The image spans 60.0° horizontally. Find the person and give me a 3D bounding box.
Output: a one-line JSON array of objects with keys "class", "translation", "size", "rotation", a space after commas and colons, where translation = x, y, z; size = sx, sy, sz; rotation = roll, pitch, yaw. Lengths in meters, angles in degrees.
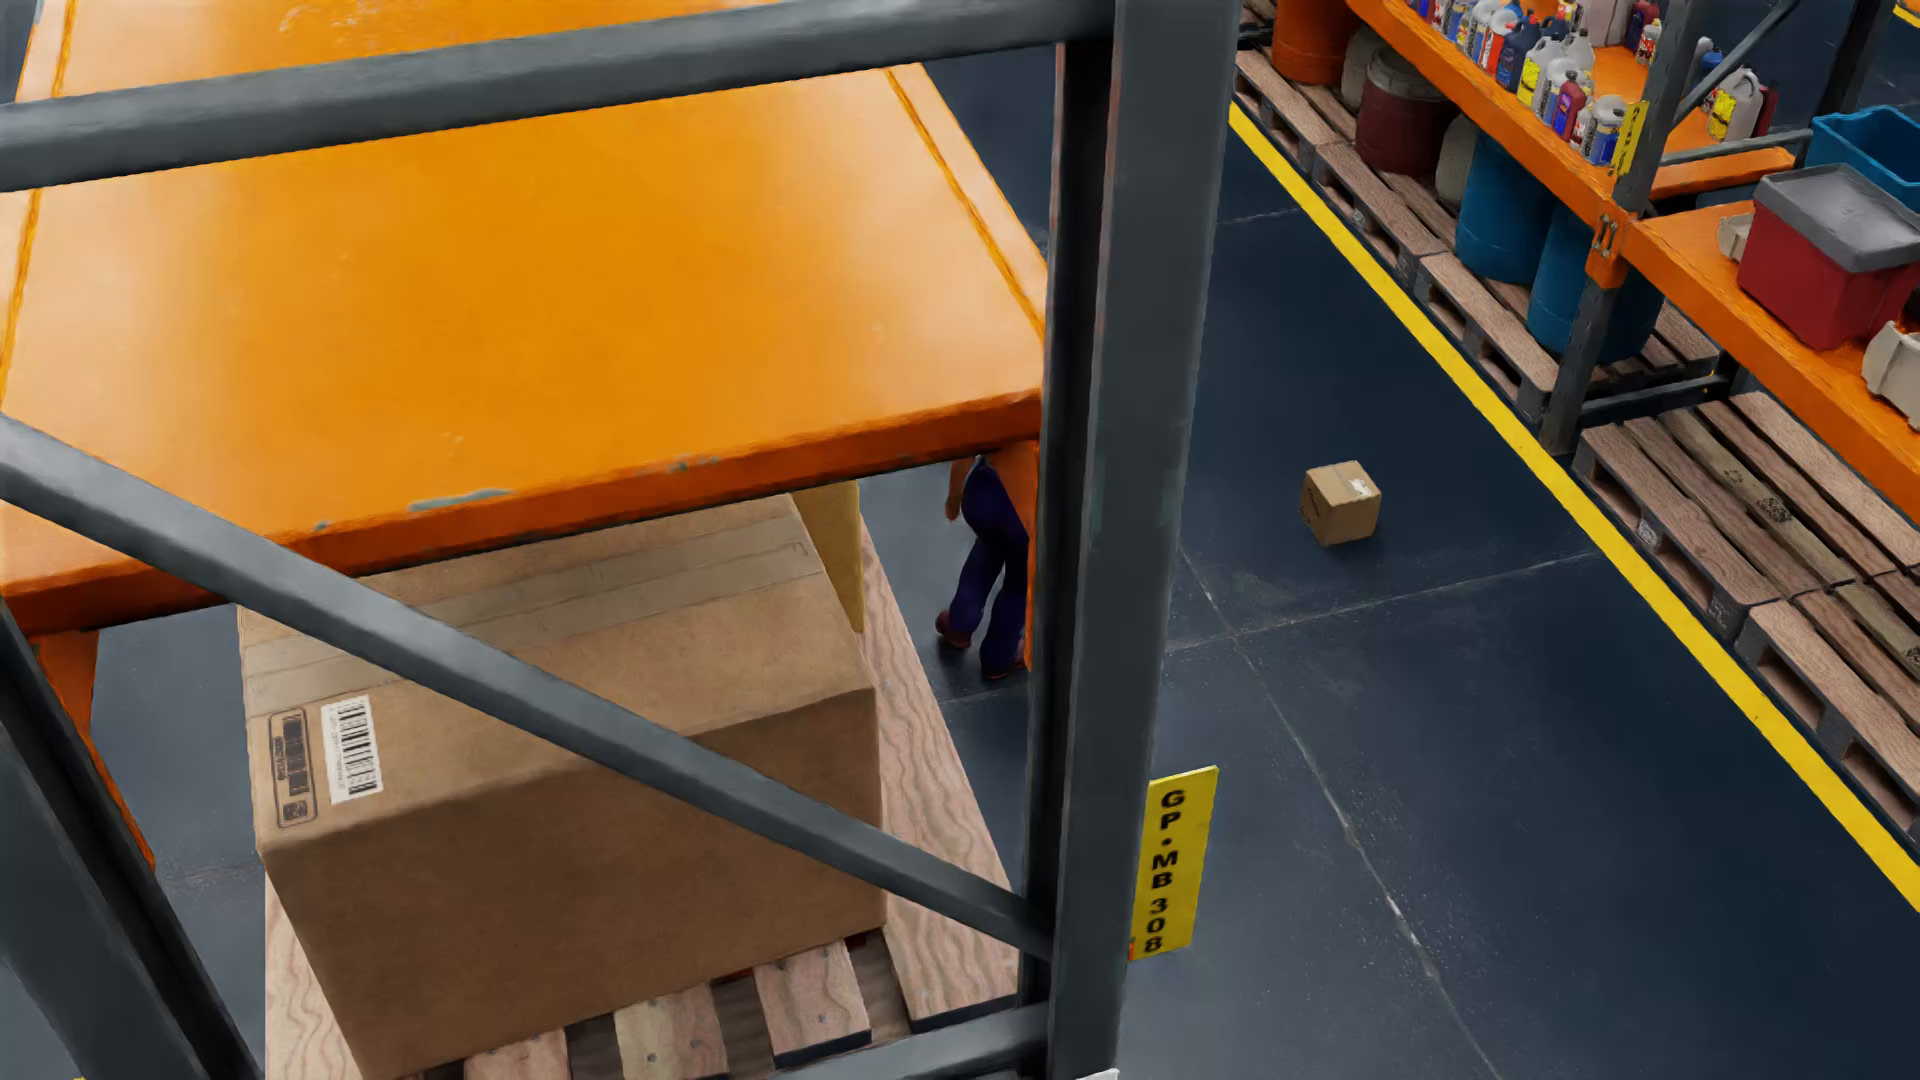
[{"class": "person", "translation": [0.193, -0.128, 6.322], "size": [0.621, 1.628, 0.432], "rotation": [25, 48, 24]}]
